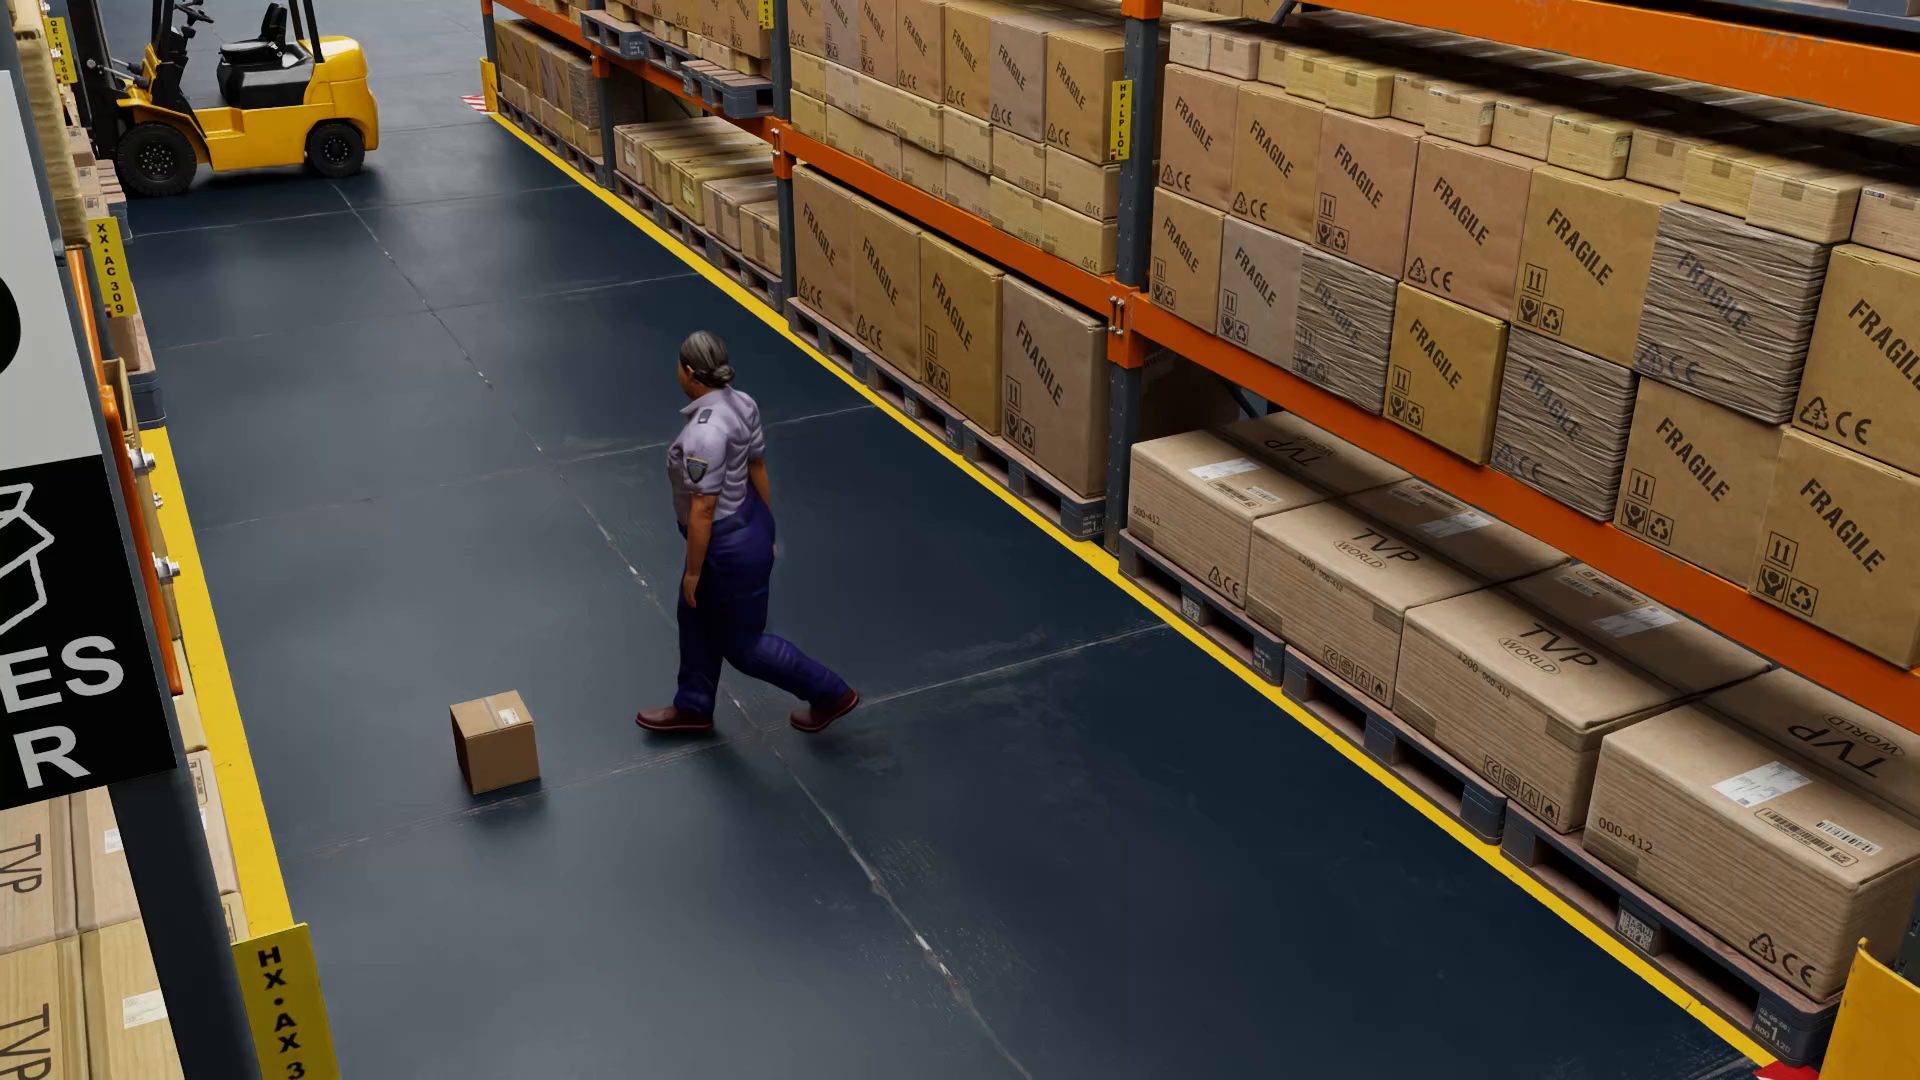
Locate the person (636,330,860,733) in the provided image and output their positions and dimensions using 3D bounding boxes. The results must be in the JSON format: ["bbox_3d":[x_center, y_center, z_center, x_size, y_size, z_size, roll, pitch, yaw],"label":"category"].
[{"bbox_3d":[-0.819,0.019,6.086,0.878,1.613,0.488,0,26,0],"label":"person"}]
